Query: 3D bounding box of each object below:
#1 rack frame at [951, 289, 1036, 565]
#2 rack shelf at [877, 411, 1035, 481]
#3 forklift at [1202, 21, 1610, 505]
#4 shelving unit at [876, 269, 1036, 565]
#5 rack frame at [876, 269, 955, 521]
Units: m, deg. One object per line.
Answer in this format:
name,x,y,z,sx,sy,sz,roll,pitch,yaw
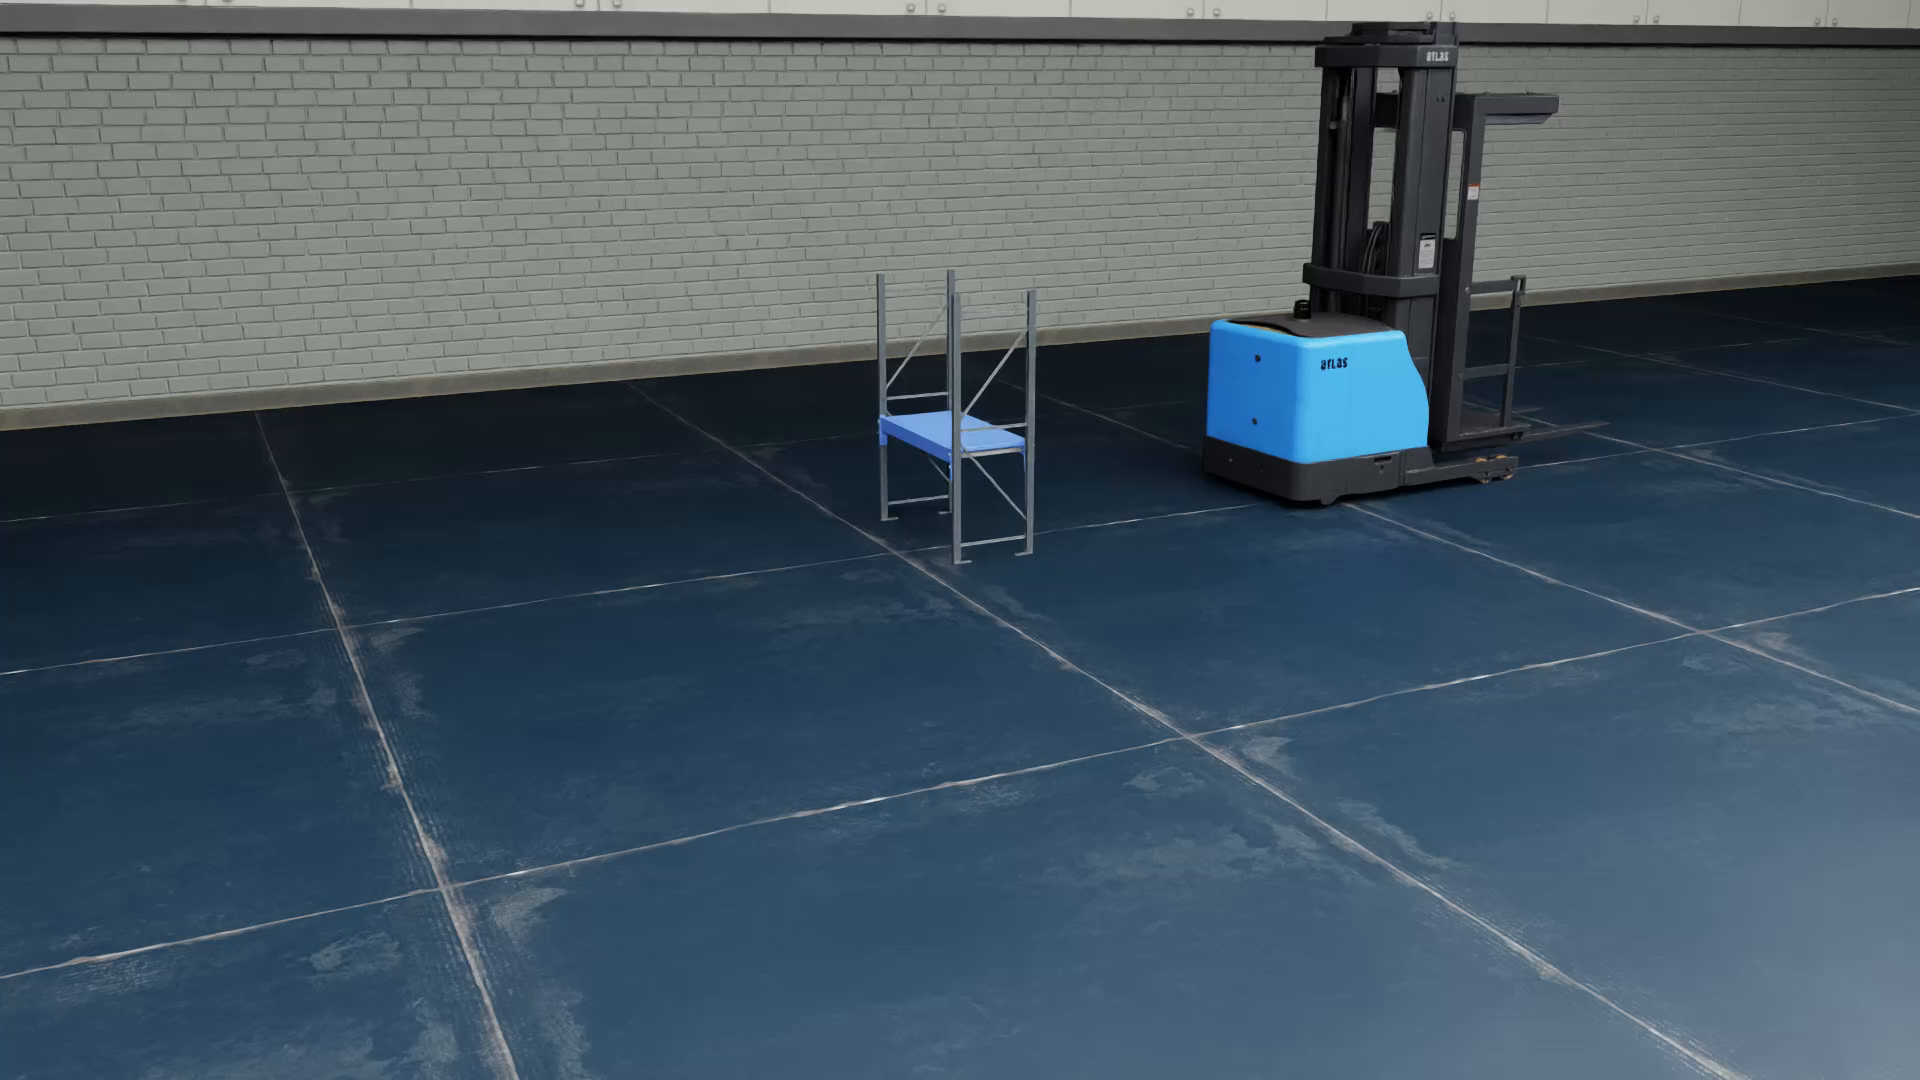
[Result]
rack frame,0.185,-0.616,9.178,0.500,1.500,0.032,-8,18,-25
rack shelf,-0.037,-0.569,9.667,0.538,0.185,1.000,-8,18,-25
forklift,3.158,-1.903,11.069,3.031,2.935,1.130,-9,18,-28
shelving unit,-0.037,-0.742,9.617,0.538,1.500,1.048,-8,18,-25
rack frame,-0.260,-0.868,10.057,0.500,1.500,0.032,-8,18,-25
